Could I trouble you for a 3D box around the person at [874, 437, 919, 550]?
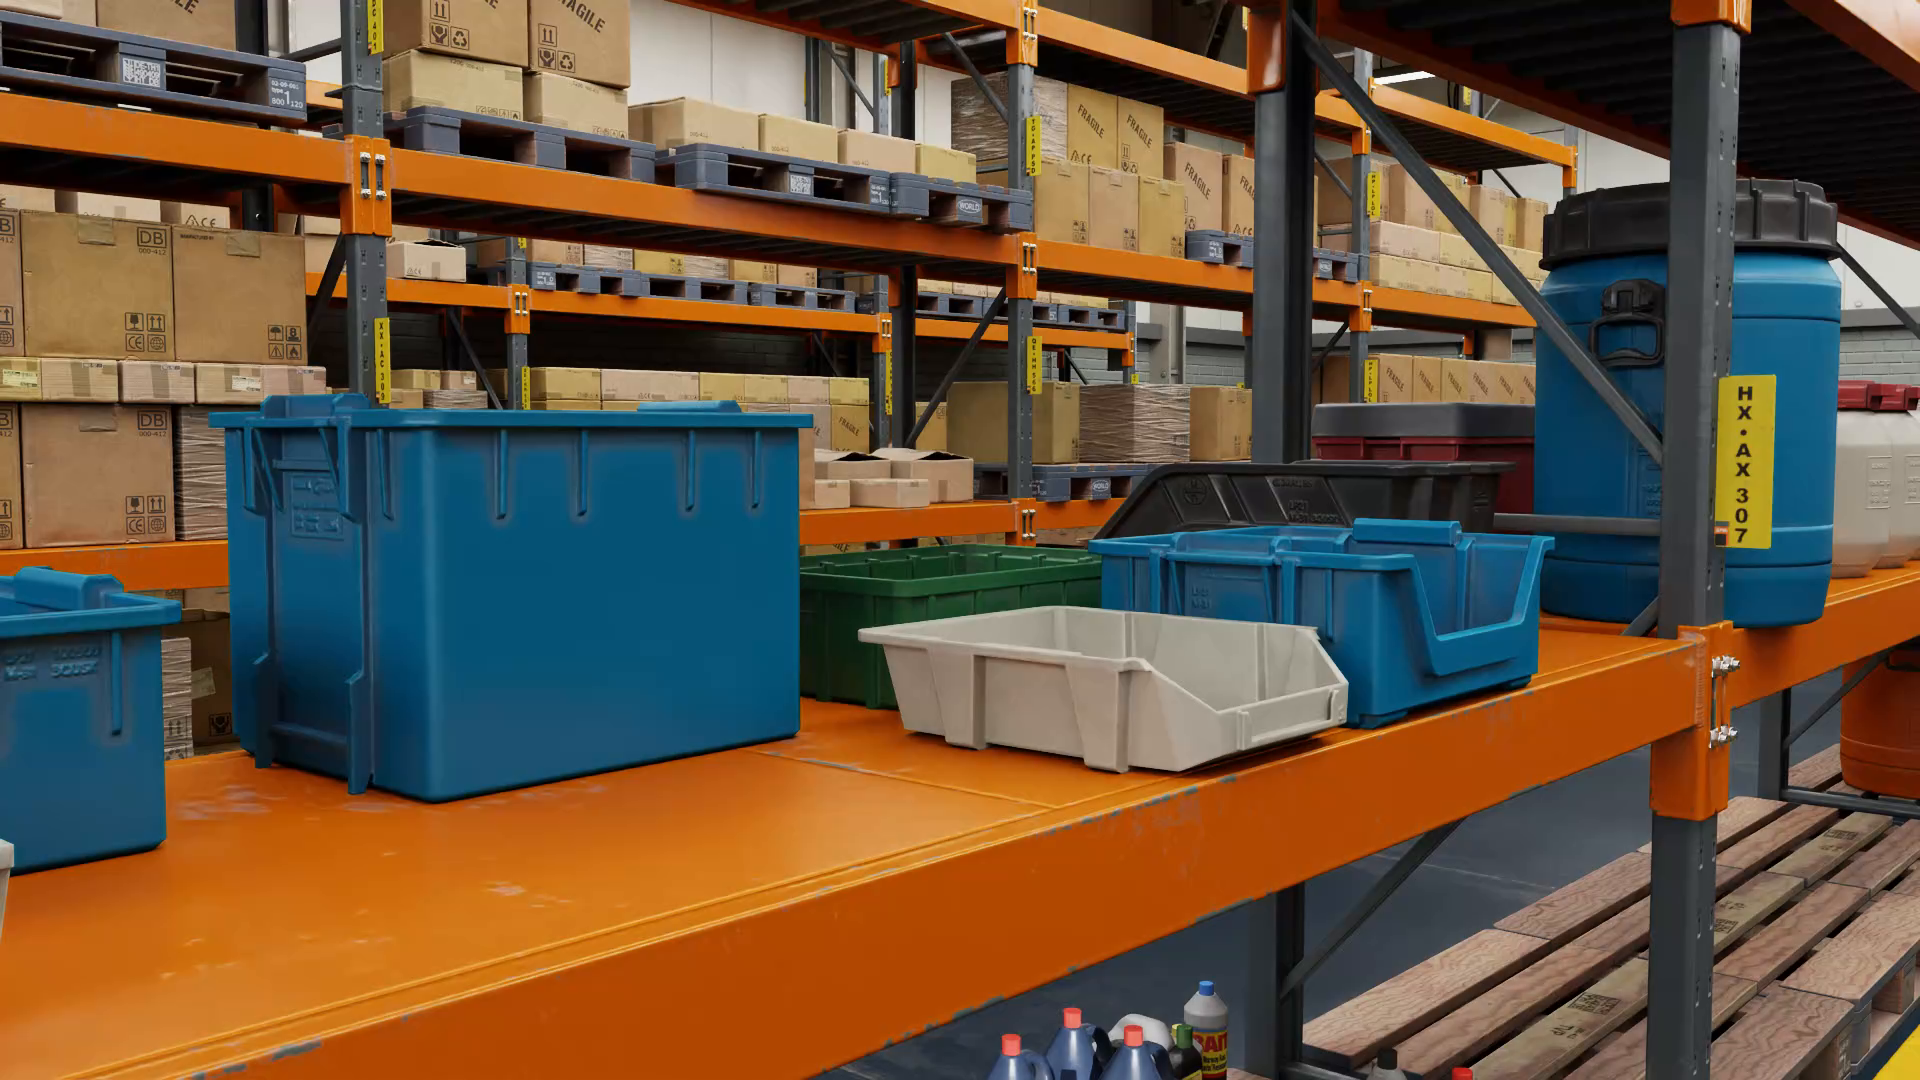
[{"bbox_3d":[-0.535,-0.064,14.429,0.474,1.676,0.362,3,5,39],"label":"person"}]
